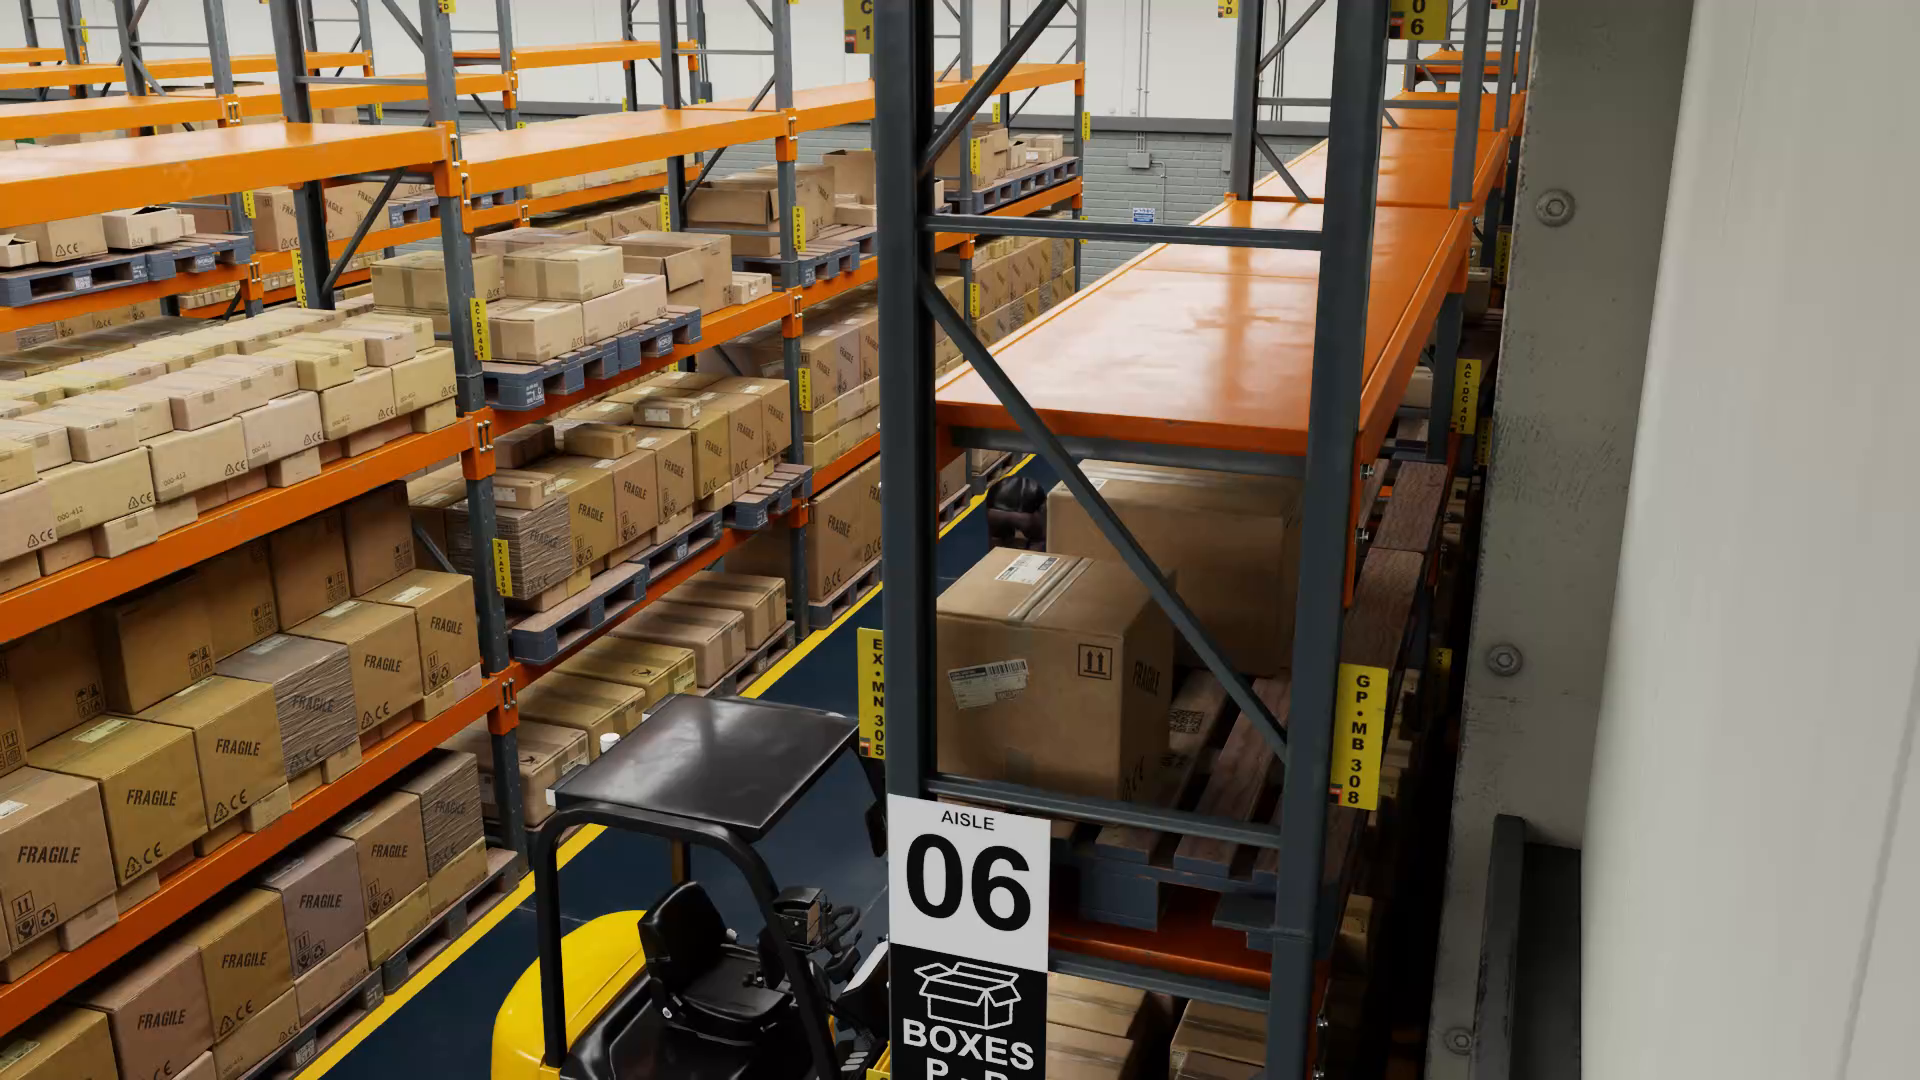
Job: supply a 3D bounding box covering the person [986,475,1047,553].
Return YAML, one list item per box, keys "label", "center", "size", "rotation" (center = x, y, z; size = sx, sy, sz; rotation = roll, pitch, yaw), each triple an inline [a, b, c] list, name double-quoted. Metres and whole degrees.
- label: "person"
  center: [0.511, -0.105, 14.426]
  size: [0.503, 1.002, 0.948]
  rotation: [5, 19, 16]
